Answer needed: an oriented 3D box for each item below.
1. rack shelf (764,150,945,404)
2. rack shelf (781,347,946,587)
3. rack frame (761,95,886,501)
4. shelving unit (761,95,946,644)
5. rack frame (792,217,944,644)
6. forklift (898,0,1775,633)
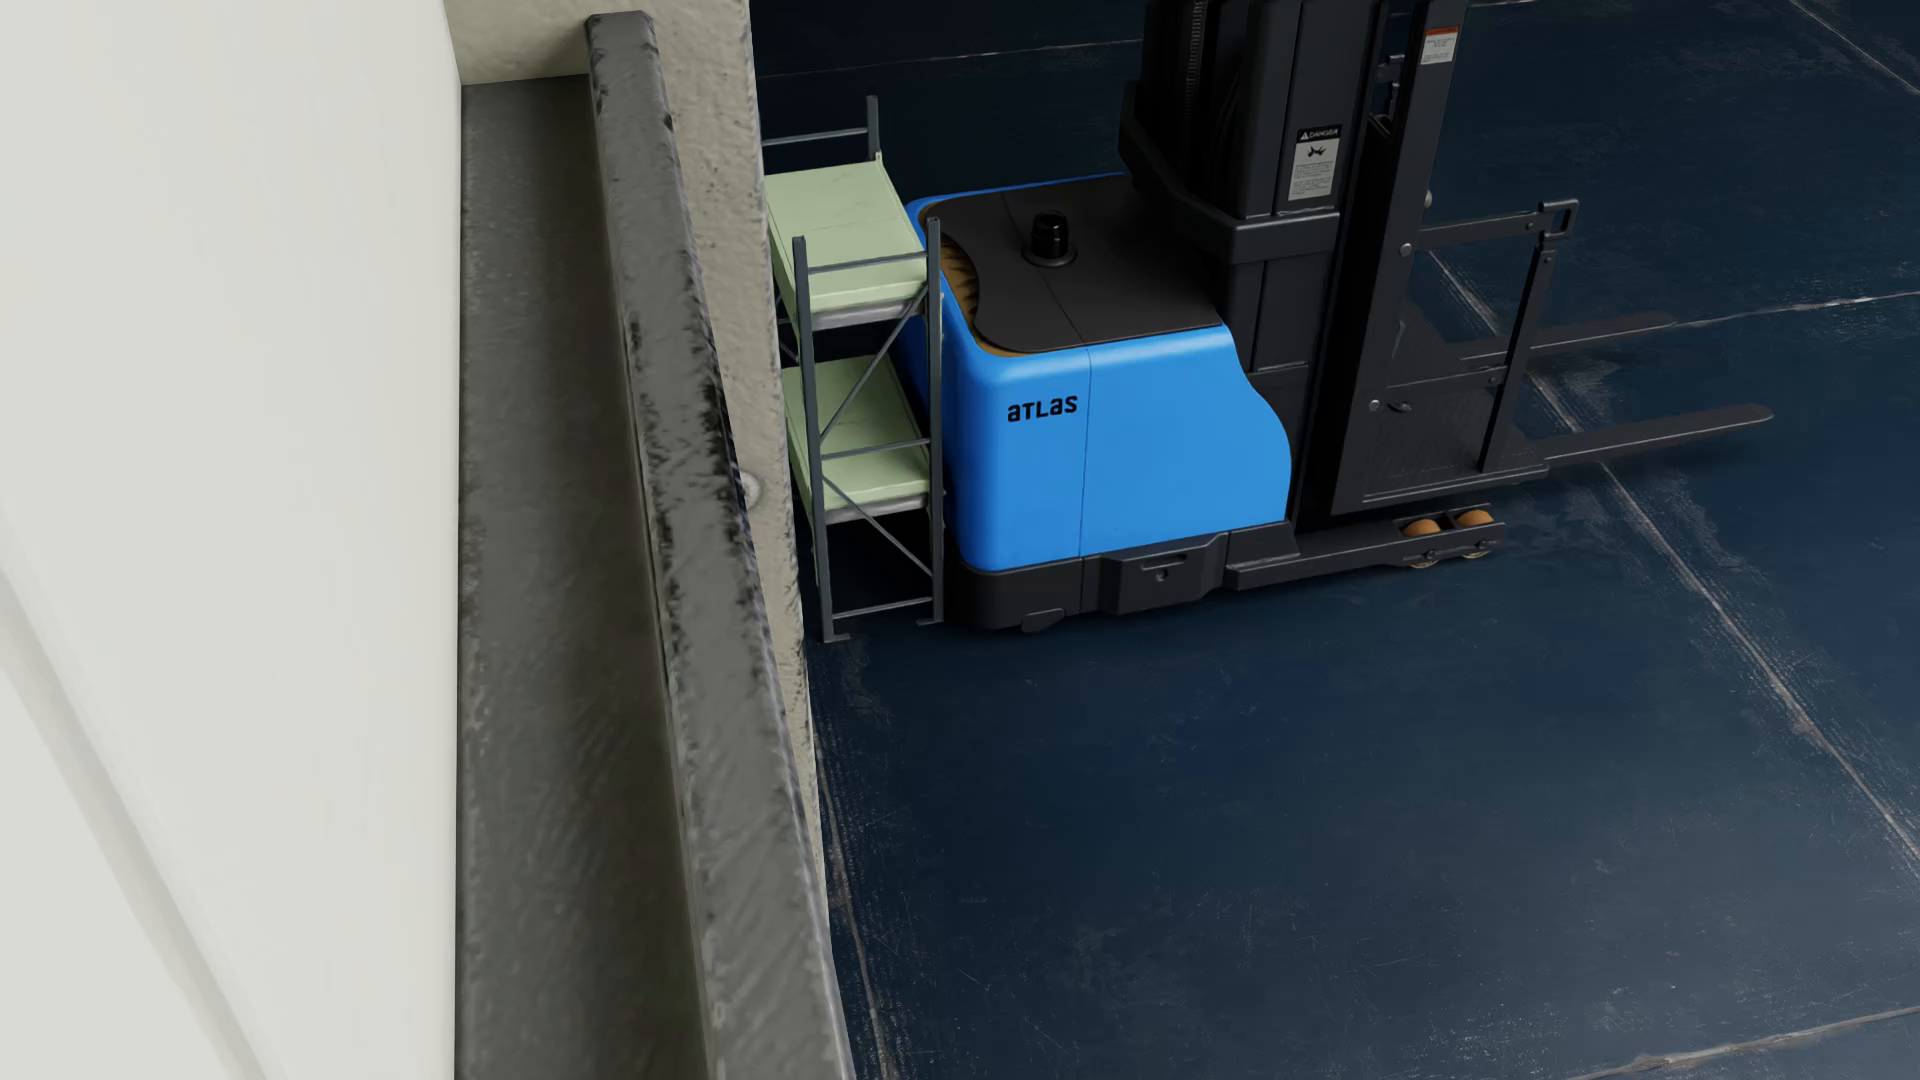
[{"bbox_3d":[-0.346,-0.793,4.925,0.431,0.370,0.720,-10,43,-11],"label":"rack shelf"},{"bbox_3d":[-0.346,-0.257,5.401,0.431,0.370,0.720,-10,43,-11],"label":"rack shelf"},{"bbox_3d":[-0.442,-0.735,5.448,0.400,1.500,0.023,-10,43,-11],"label":"rack frame"},{"bbox_3d":[-0.346,-0.501,5.184,0.431,1.500,0.755,-10,43,-11],"label":"shelving unit"},{"bbox_3d":[-0.249,-0.266,4.920,0.400,1.500,0.023,-10,43,-11],"label":"rack frame"},{"bbox_3d":[1.351,-1.332,5.042,3.031,2.935,1.130,-10,43,-11],"label":"forklift"}]
